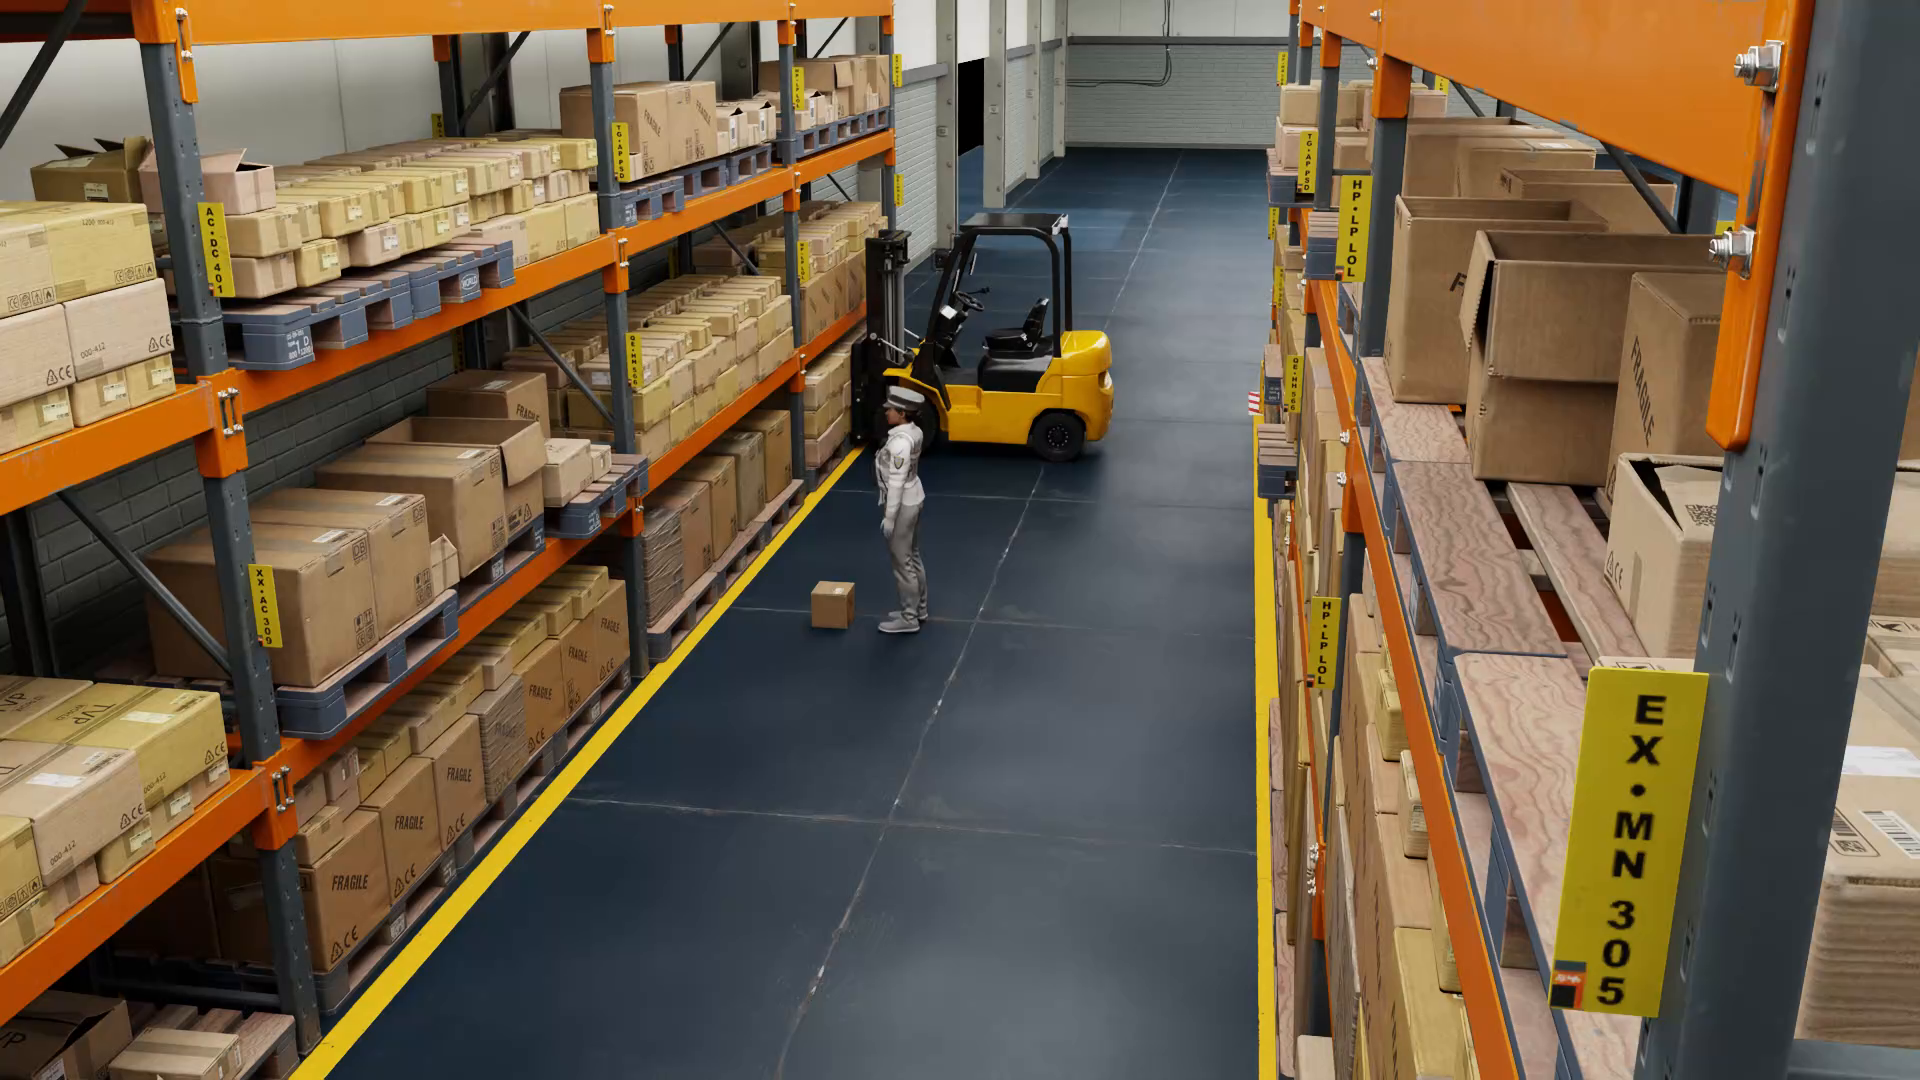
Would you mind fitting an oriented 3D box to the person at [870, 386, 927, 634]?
[{"bbox_3d":[-0.402,-0.202,11.159,0.344,1.697,0.467,3,18,10],"label":"person"}]
